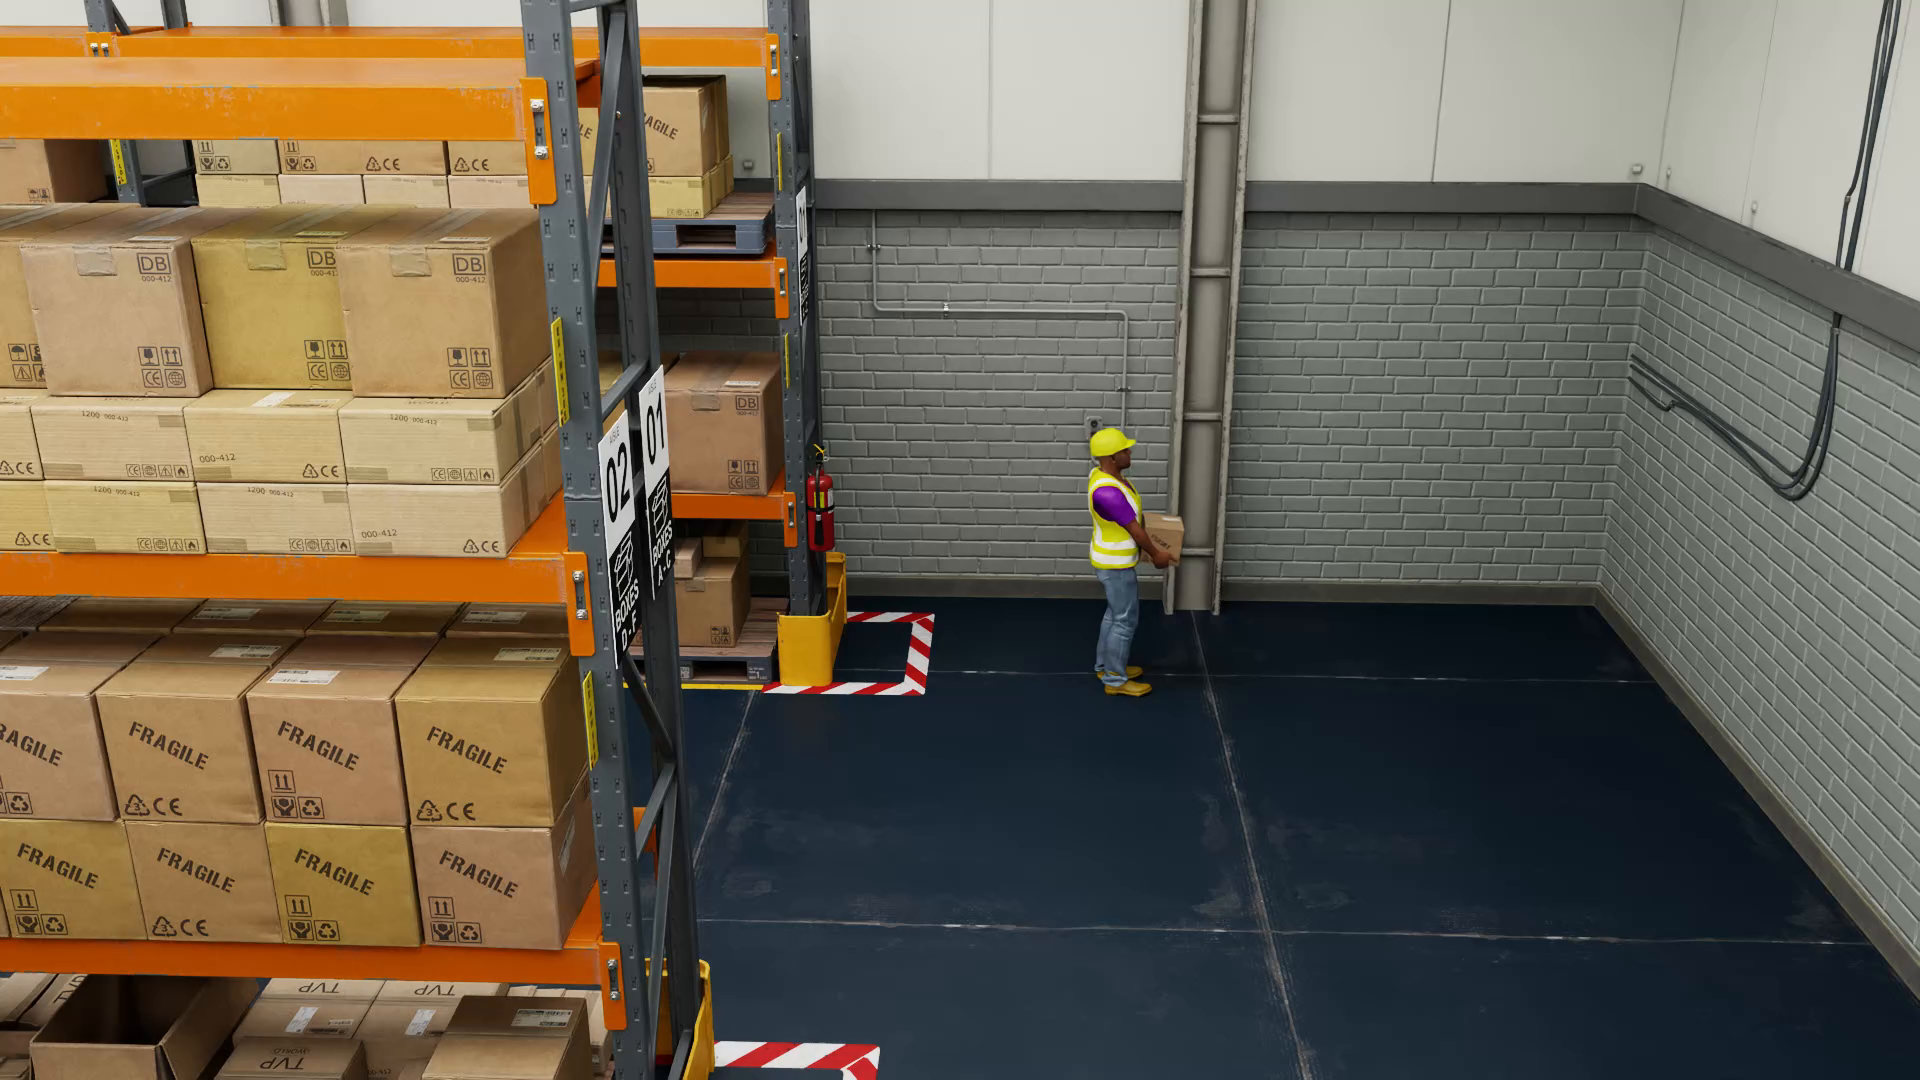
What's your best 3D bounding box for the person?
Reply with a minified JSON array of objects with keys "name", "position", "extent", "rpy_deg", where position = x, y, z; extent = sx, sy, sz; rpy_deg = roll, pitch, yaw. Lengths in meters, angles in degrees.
[{"name":"person","position":[1.096,0.132,10.703],"extent":[0.577,1.761,0.502],"rpy_deg":[1,21,2]}]
